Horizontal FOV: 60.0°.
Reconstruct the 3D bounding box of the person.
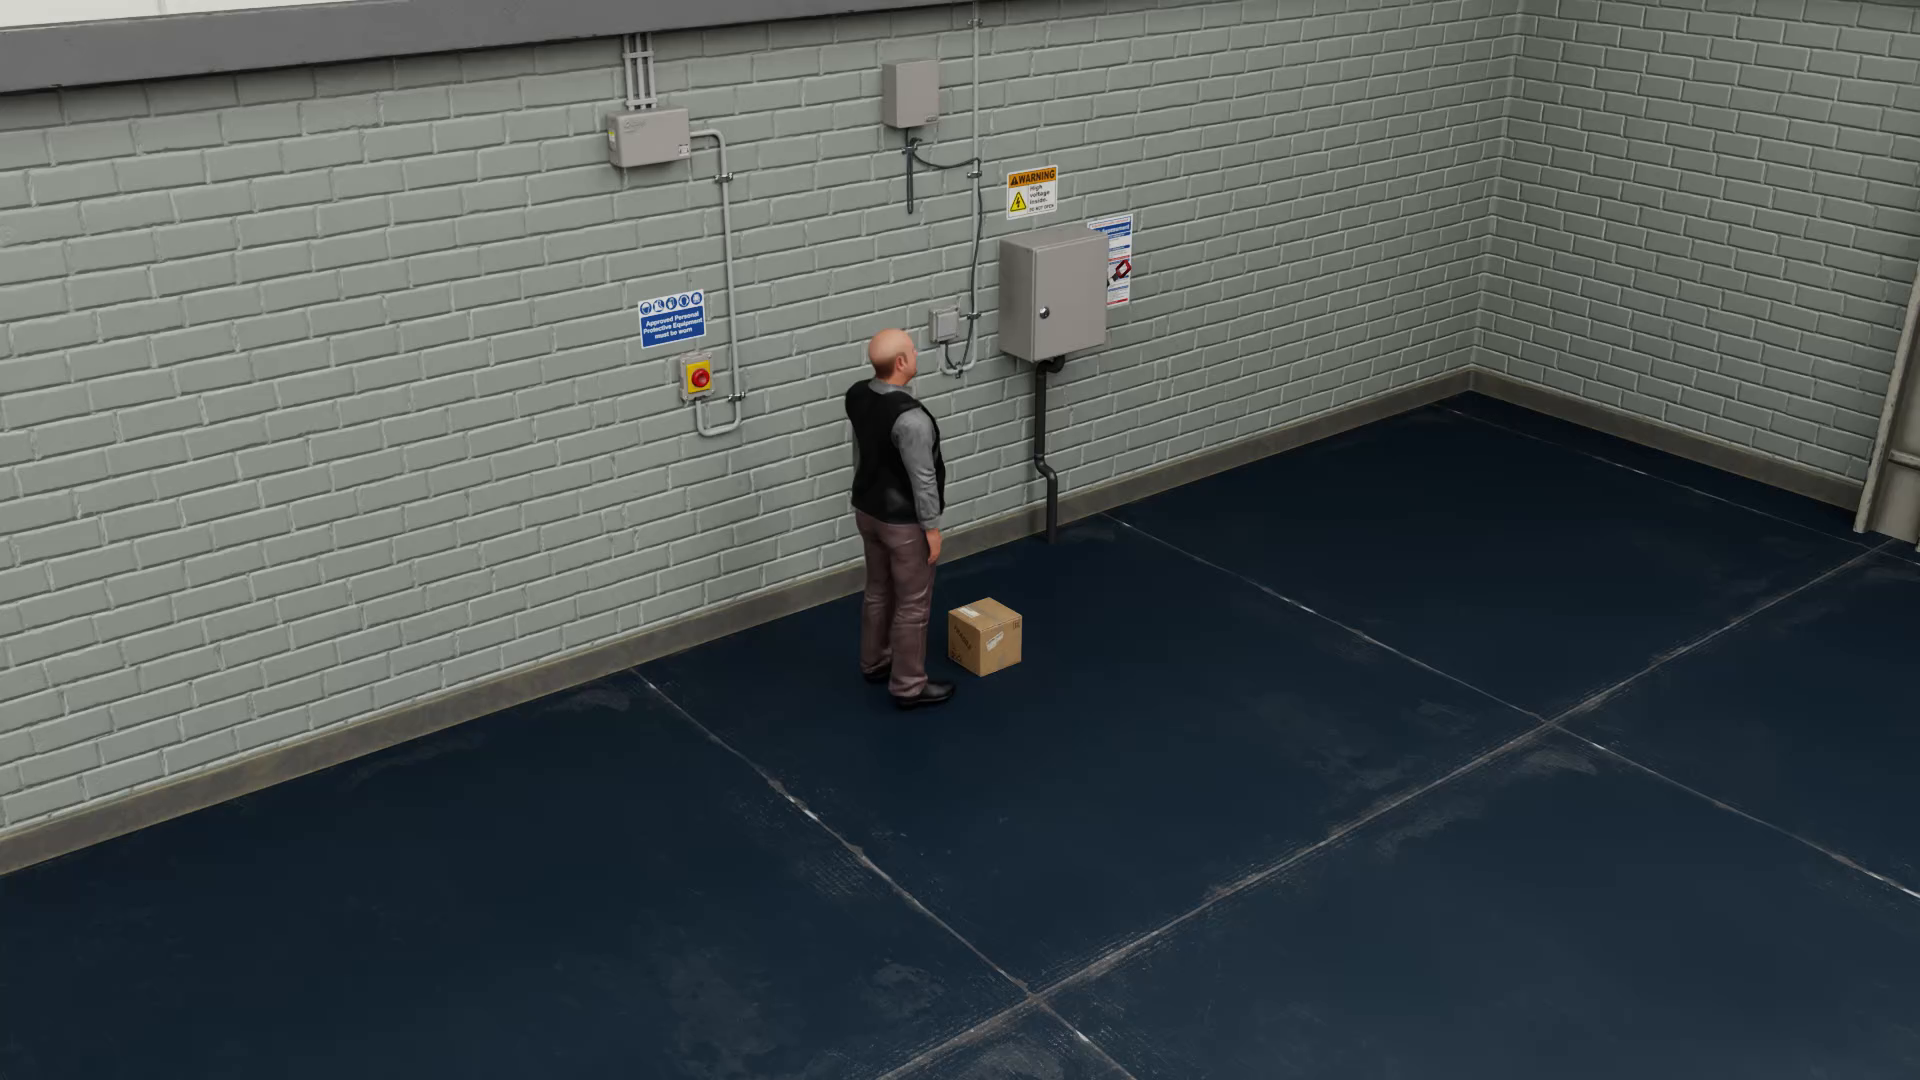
[{"bbox_3d":[-0.256,-0.105,7.312,0.374,1.722,0.548,-18,30,-34],"label":"person"}]
